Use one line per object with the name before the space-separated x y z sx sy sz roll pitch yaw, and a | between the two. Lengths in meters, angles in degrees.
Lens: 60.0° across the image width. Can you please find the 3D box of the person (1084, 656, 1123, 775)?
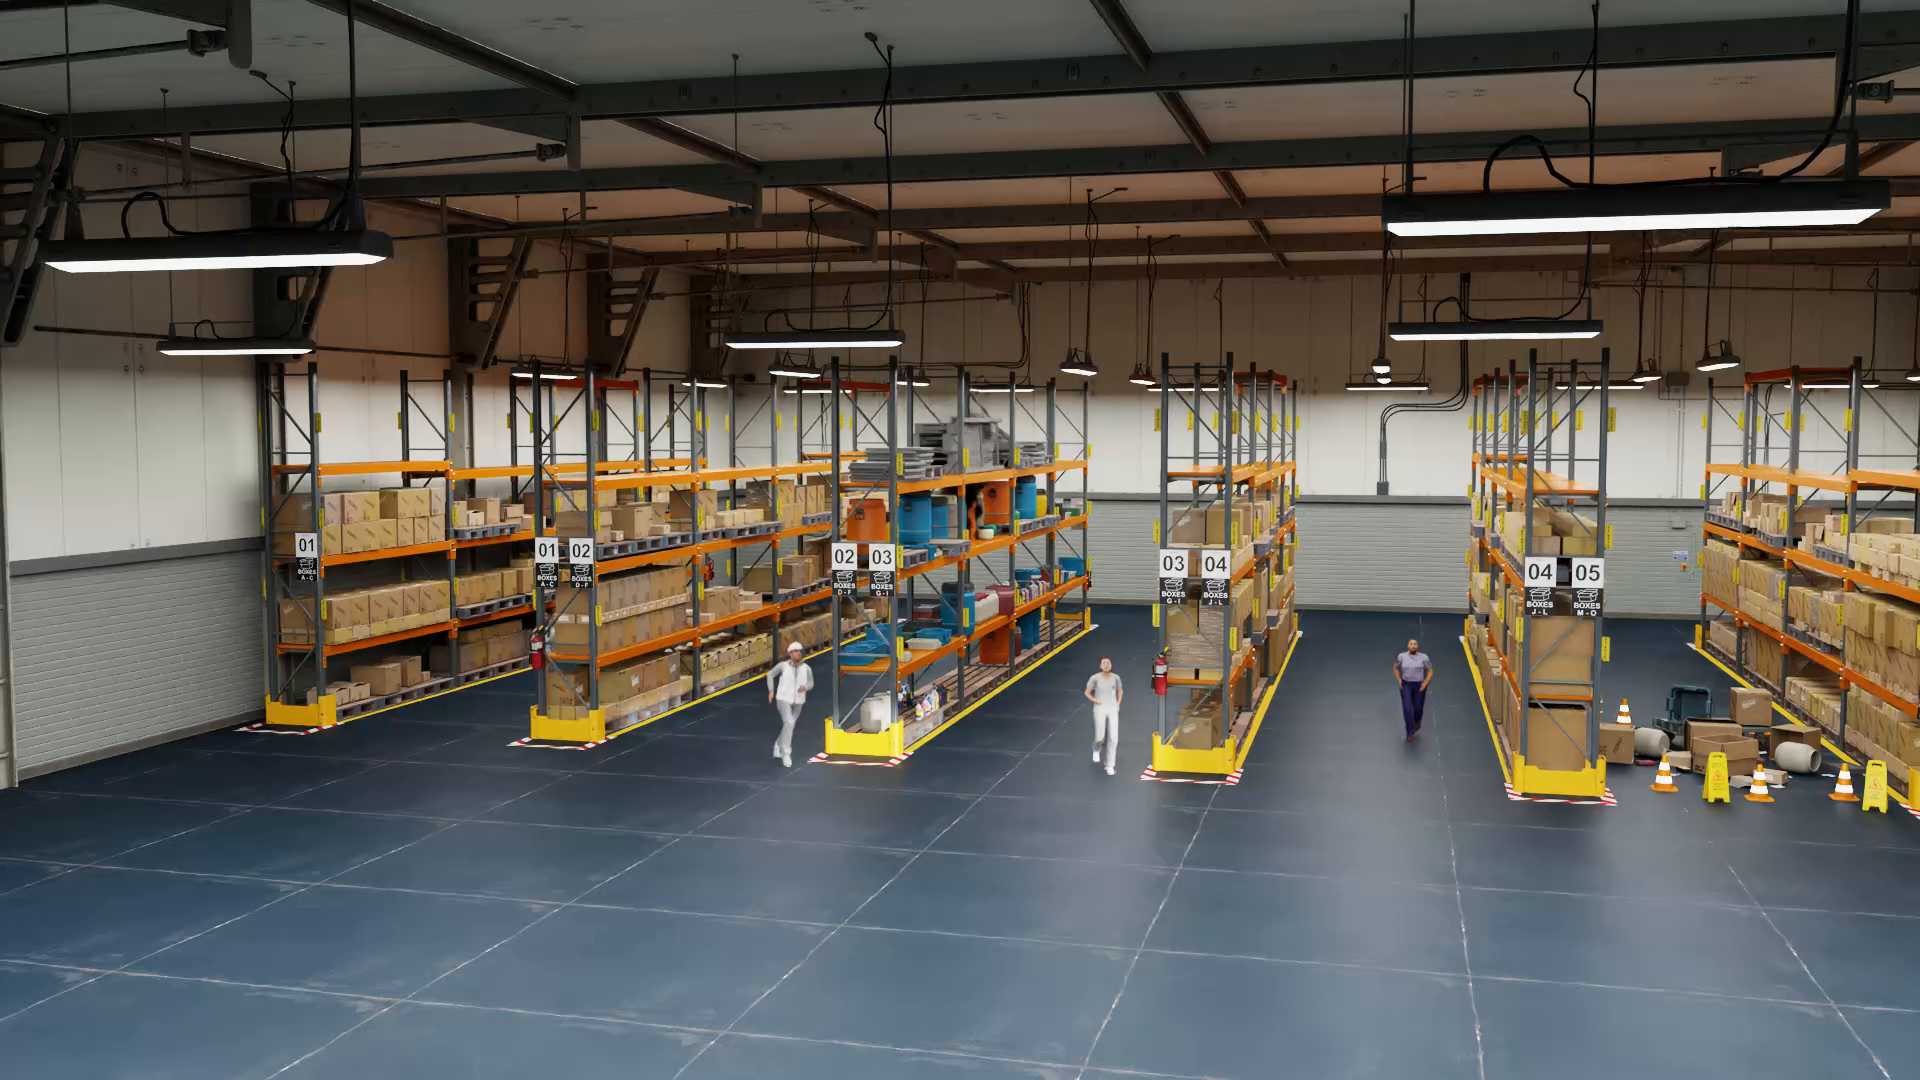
person | 2.079 2.497 23.977 0.577 1.667 0.770 0 4 -6

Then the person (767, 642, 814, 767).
person | -2.464 2.393 24.539 0.644 1.760 0.776 -2 5 -27

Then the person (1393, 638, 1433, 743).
person | 7.179 2.359 26.375 0.617 1.621 0.732 1 4 14

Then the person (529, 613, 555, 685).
person | -7.312 2.106 29.377 0.601 1.696 0.726 0 4 7
